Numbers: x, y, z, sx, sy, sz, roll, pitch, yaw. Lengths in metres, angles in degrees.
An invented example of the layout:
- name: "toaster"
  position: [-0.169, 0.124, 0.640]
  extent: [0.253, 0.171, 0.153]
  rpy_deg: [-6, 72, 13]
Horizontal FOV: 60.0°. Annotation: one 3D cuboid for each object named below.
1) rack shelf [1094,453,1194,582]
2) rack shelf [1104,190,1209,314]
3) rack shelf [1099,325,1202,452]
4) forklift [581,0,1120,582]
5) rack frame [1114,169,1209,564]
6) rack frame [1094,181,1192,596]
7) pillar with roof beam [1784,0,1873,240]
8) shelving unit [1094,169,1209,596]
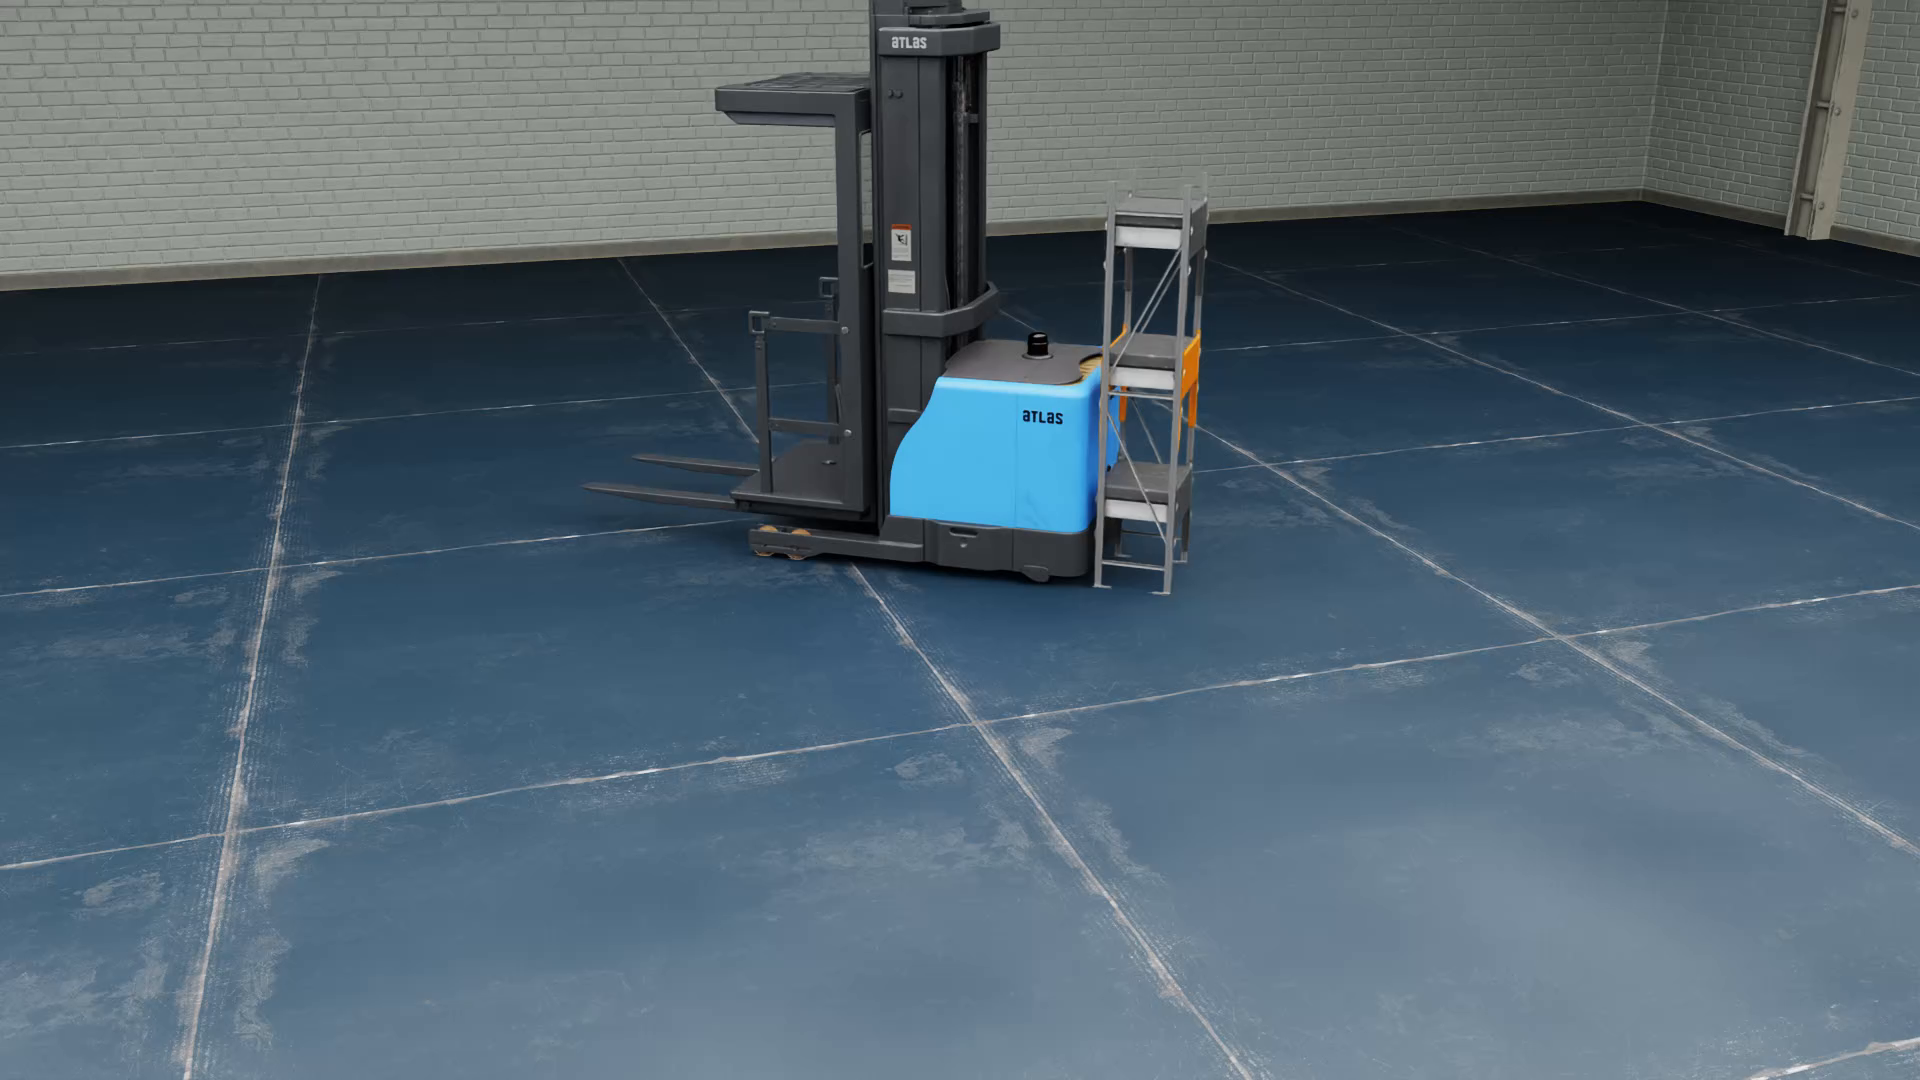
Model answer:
- name: "rack shelf"
  position: [0.972, -0.128, 8.772]
  extent: [0.431, 0.518, 0.480]
  rpy_deg: [6, 21, 16]
- name: "rack shelf"
  position: [0.981, -1.444, 8.296]
  extent: [0.431, 0.518, 0.480]
  rpy_deg: [6, 21, 16]
- name: "rack shelf"
  position: [0.977, -0.786, 8.534]
  extent: [0.431, 0.518, 0.480]
  rpy_deg: [6, 21, 16]
- name: "forklift"
  position: [-0.651, -1.431, 9.065]
  extent: [3.031, 2.935, 1.130]
  rpy_deg: [6, 21, 16]
- name: "rack frame"
  position: [1.050, -0.878, 8.749]
  extent: [0.400, 2.100, 0.015]
  rpy_deg: [6, 21, 16]
- name: "rack frame"
  position: [0.904, -0.720, 8.311]
  extent: [0.400, 2.100, 0.015]
  rpy_deg: [6, 21, 16]
- name: "pillar with roof beam"
  position: [5.666, -7.271, 16.348]
  extent: [9.100, 9.000, 0.400]
  rpy_deg: [-6, 21, -17]
- name: "shelving unit"
  position: [0.977, -0.799, 8.530]
  extent: [0.431, 2.100, 0.503]
  rpy_deg: [6, 21, 16]
